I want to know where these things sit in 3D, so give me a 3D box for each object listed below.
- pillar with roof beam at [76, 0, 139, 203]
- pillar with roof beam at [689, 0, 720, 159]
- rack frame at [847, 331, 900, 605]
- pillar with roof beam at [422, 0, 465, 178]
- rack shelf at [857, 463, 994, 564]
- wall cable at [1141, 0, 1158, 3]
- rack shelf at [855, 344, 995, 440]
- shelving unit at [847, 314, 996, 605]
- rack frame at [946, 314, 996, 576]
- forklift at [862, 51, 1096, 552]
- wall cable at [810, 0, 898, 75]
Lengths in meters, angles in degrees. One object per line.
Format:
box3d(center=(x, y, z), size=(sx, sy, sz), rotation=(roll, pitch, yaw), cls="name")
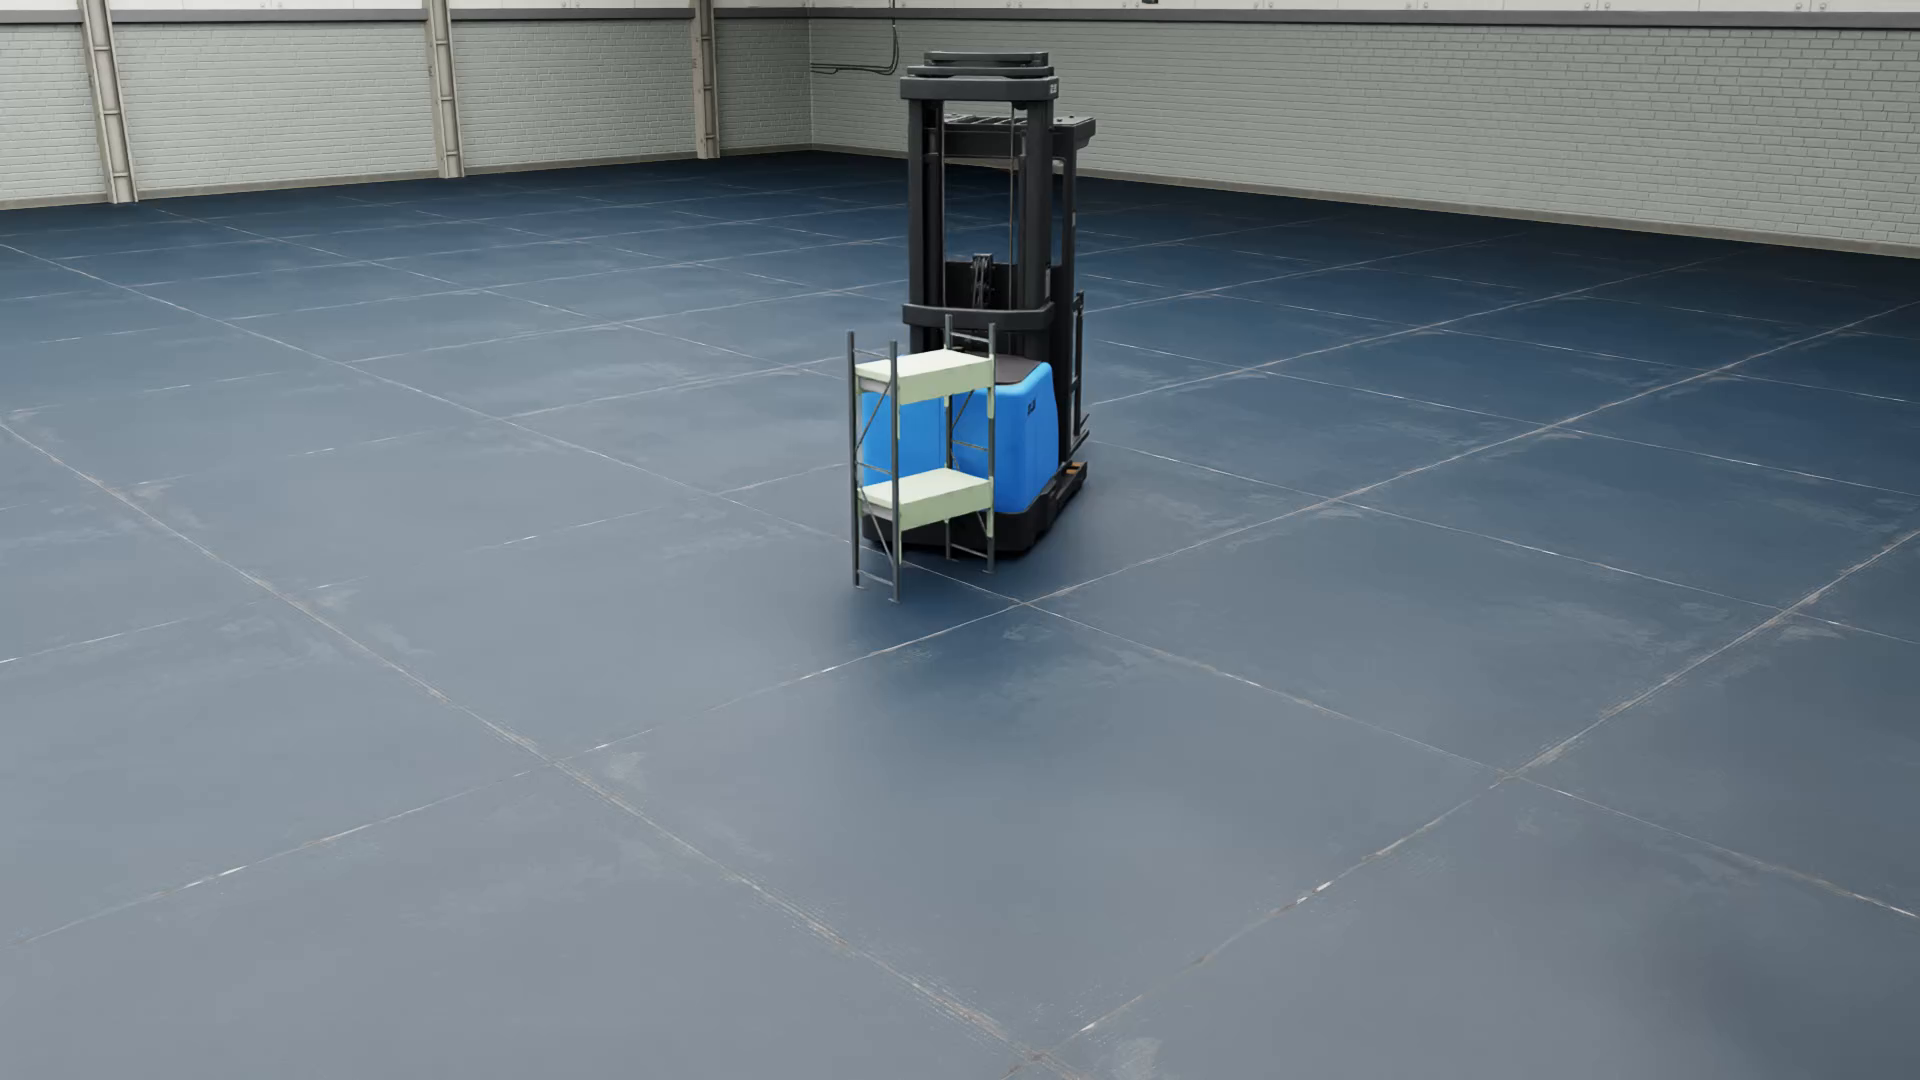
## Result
box3d(center=(-11.206, -9.042, 23.782), size=(0.400, 9.000, 9.100), rotation=(-16, 24, -41), cls="pillar with roof beam")
box3d(center=(-2.487, -11.585, 31.624), size=(0.400, 9.000, 9.100), rotation=(-16, 24, -41), cls="pillar with roof beam")
box3d(center=(-0.480, -0.398, 9.279), size=(0.023, 1.500, 0.400), rotation=(-16, 24, -40), cls="rack frame")
box3d(center=(-6.847, -10.313, 27.703), size=(0.400, 9.000, 9.100), rotation=(-16, 24, -41), cls="pillar with roof beam")
box3d(center=(-0.211, -0.164, 9.615), size=(0.720, 0.370, 0.431), rotation=(-16, 24, -40), cls="rack shelf")
box3d(center=(4.115, -12.364, 28.515), size=(0.169, 6.003, 2.305), rotation=(-16, 24, -41), cls="wall cable")
box3d(center=(-0.211, -0.845, 9.394), size=(0.720, 0.370, 0.431), rotation=(-16, 24, -40), cls="rack shelf")
box3d(center=(-0.211, -0.474, 9.514), size=(0.755, 1.500, 0.431), rotation=(-16, 24, -40), cls="shelving unit")
box3d(center=(0.059, -0.550, 9.750), size=(0.023, 1.500, 0.400), rotation=(-16, 24, -40), cls="rack frame")
box3d(center=(0.267, -1.741, 11.102), size=(1.130, 2.935, 3.031), rotation=(5, 19, 14), cls="forklift")
box3d(center=(-2.396, -11.400, 36.090), size=(0.112, 2.526, 3.097), rotation=(-16, 24, -41), cls="wall cable")
